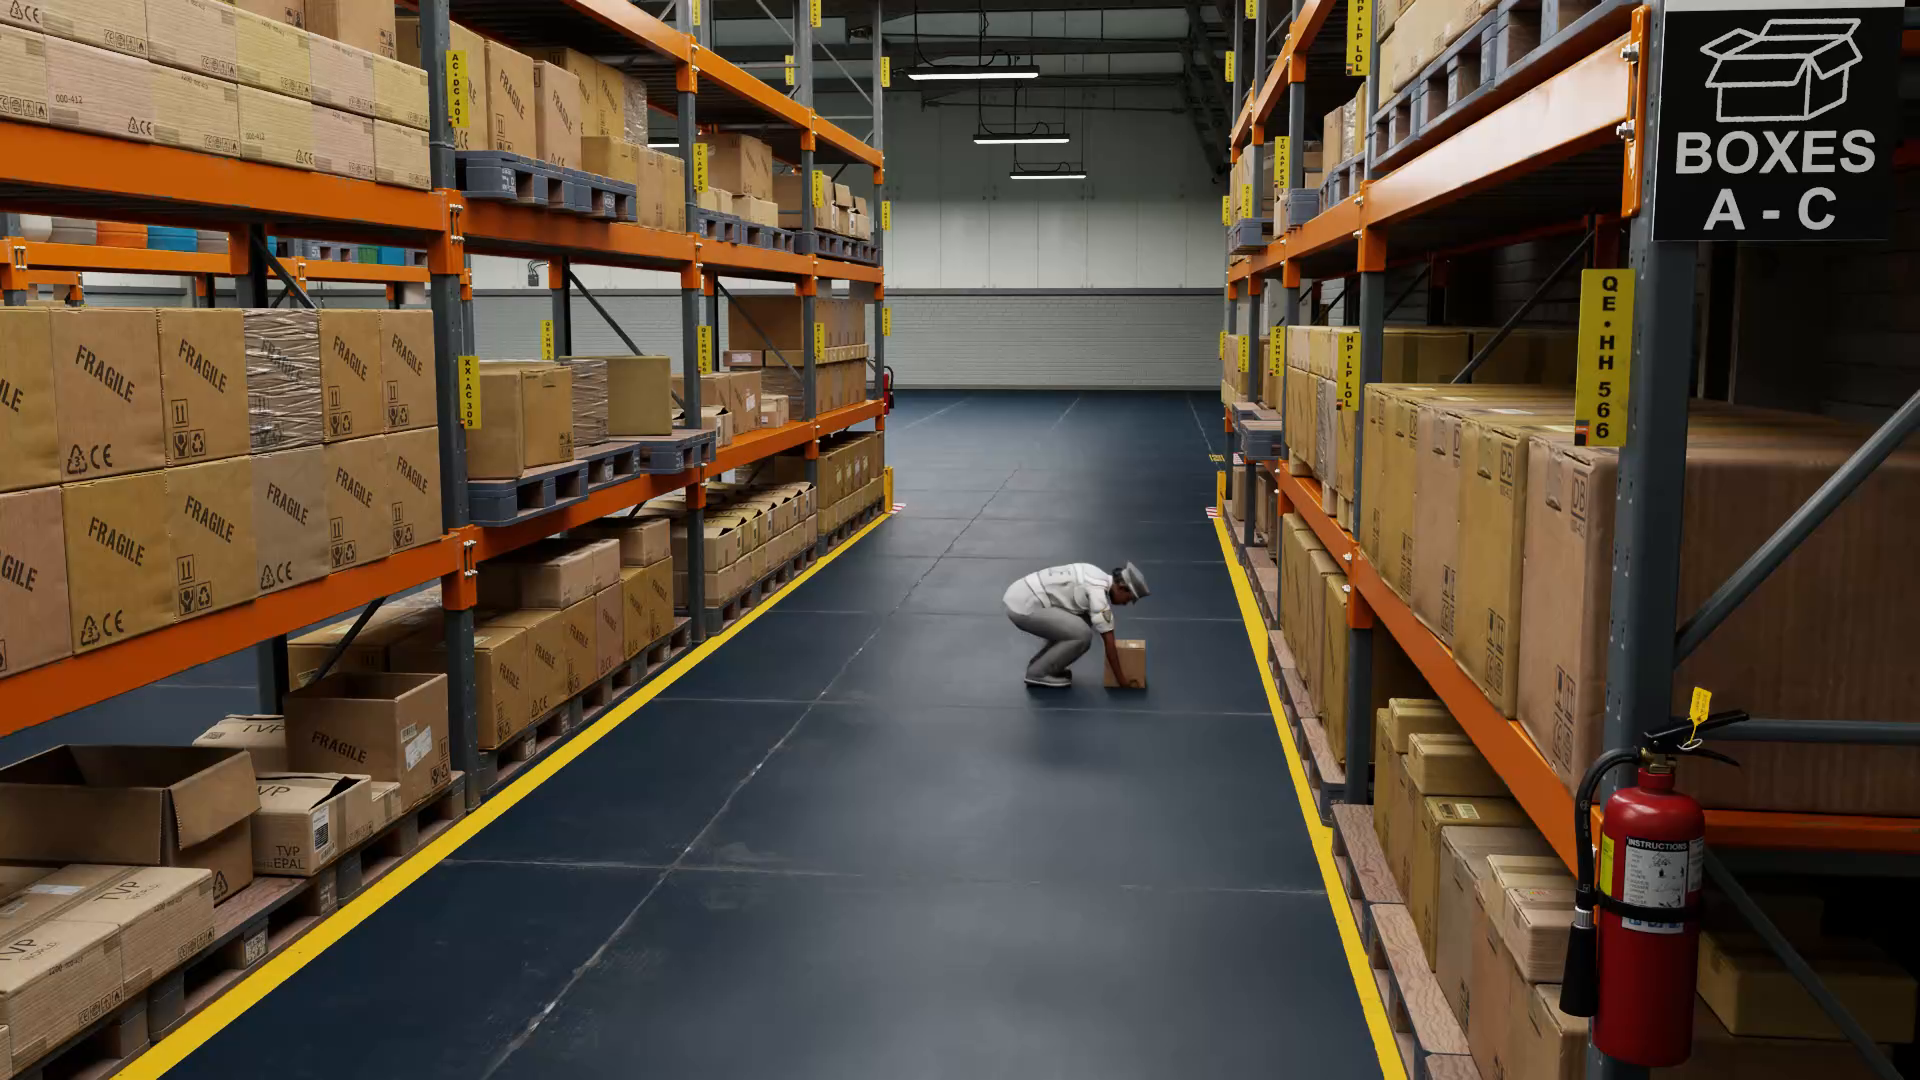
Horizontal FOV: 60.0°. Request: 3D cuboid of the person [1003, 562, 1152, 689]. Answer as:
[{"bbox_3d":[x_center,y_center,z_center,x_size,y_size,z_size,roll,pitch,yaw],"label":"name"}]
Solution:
[{"bbox_3d":[0.728,0.524,10.361,0.923,0.773,0.456,1,8,5],"label":"person"}]
